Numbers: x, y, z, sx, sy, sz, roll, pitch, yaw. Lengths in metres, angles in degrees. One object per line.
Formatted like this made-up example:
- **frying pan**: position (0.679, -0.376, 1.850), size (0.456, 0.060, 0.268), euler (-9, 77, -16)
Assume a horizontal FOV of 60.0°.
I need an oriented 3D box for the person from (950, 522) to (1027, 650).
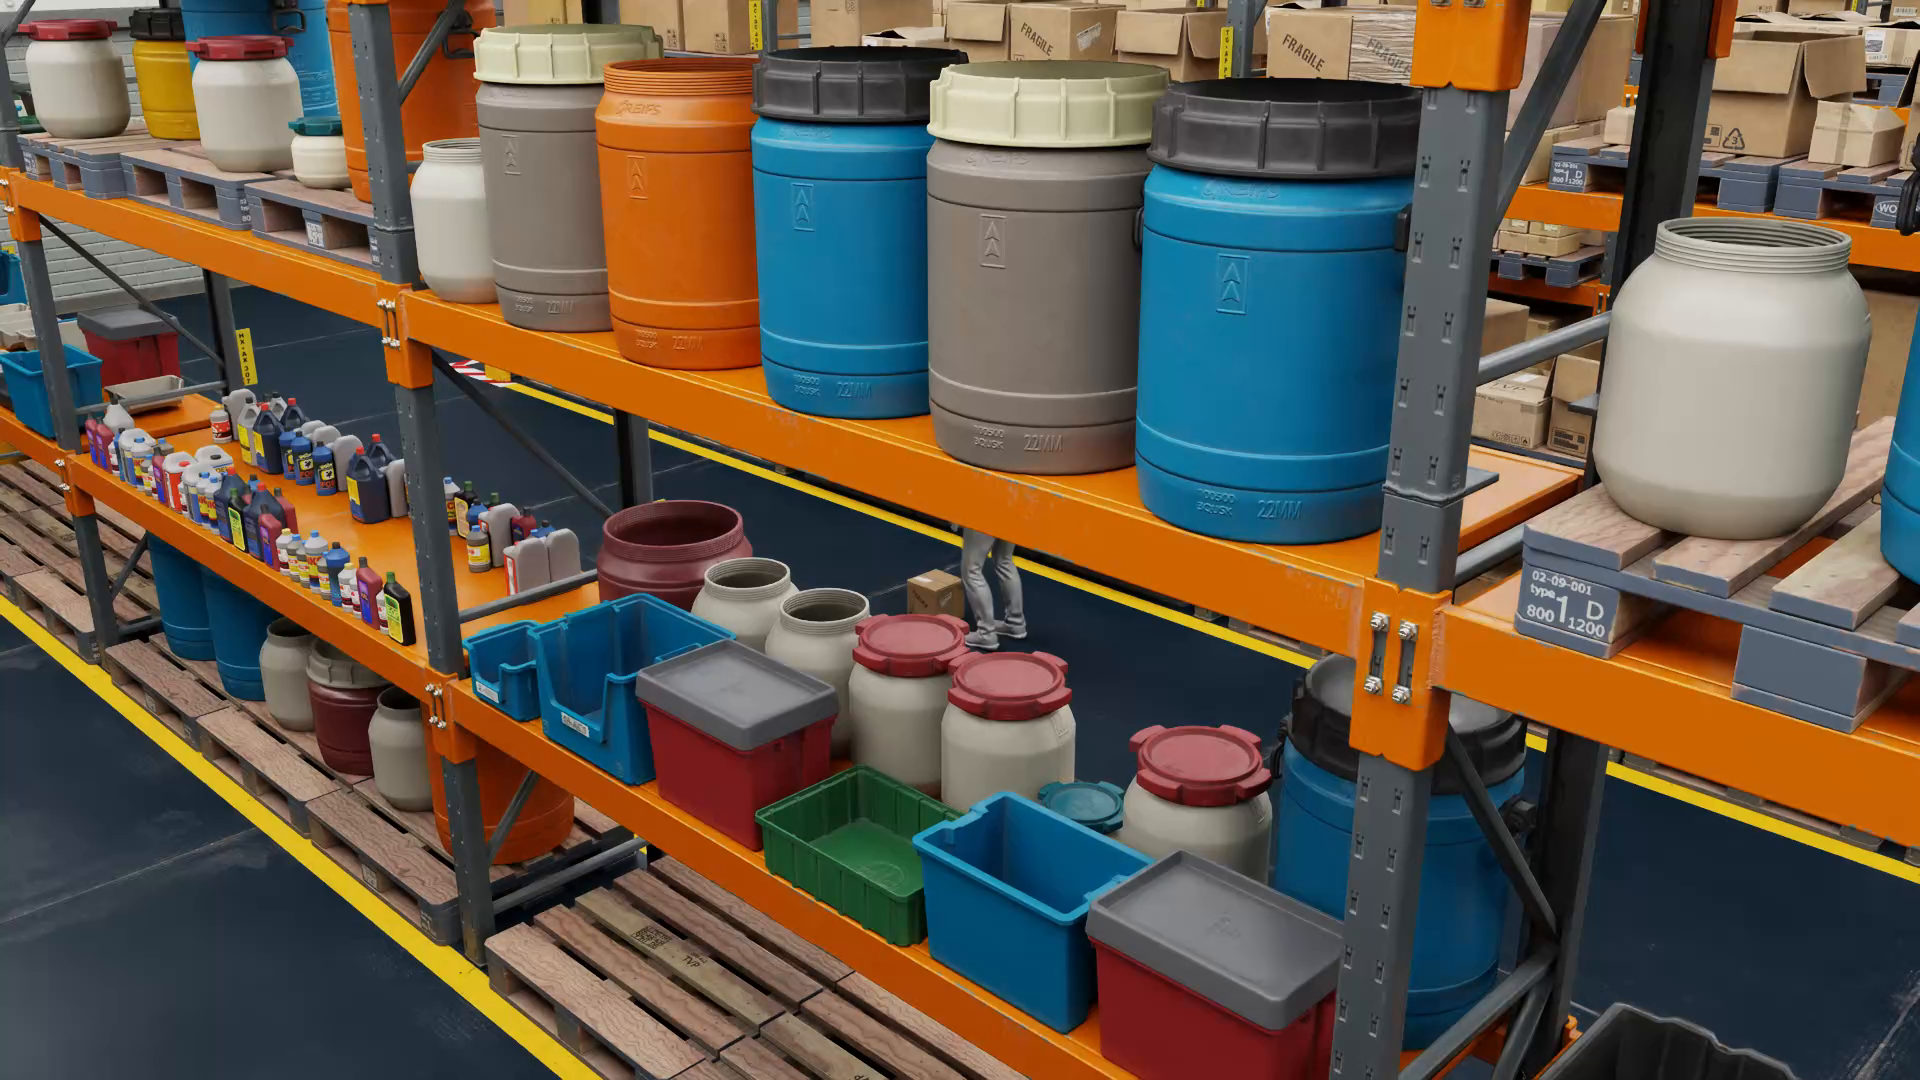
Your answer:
- **person**: position (0.174, -0.169, 9.565), size (0.485, 1.647, 0.396), euler (-19, 28, -41)
